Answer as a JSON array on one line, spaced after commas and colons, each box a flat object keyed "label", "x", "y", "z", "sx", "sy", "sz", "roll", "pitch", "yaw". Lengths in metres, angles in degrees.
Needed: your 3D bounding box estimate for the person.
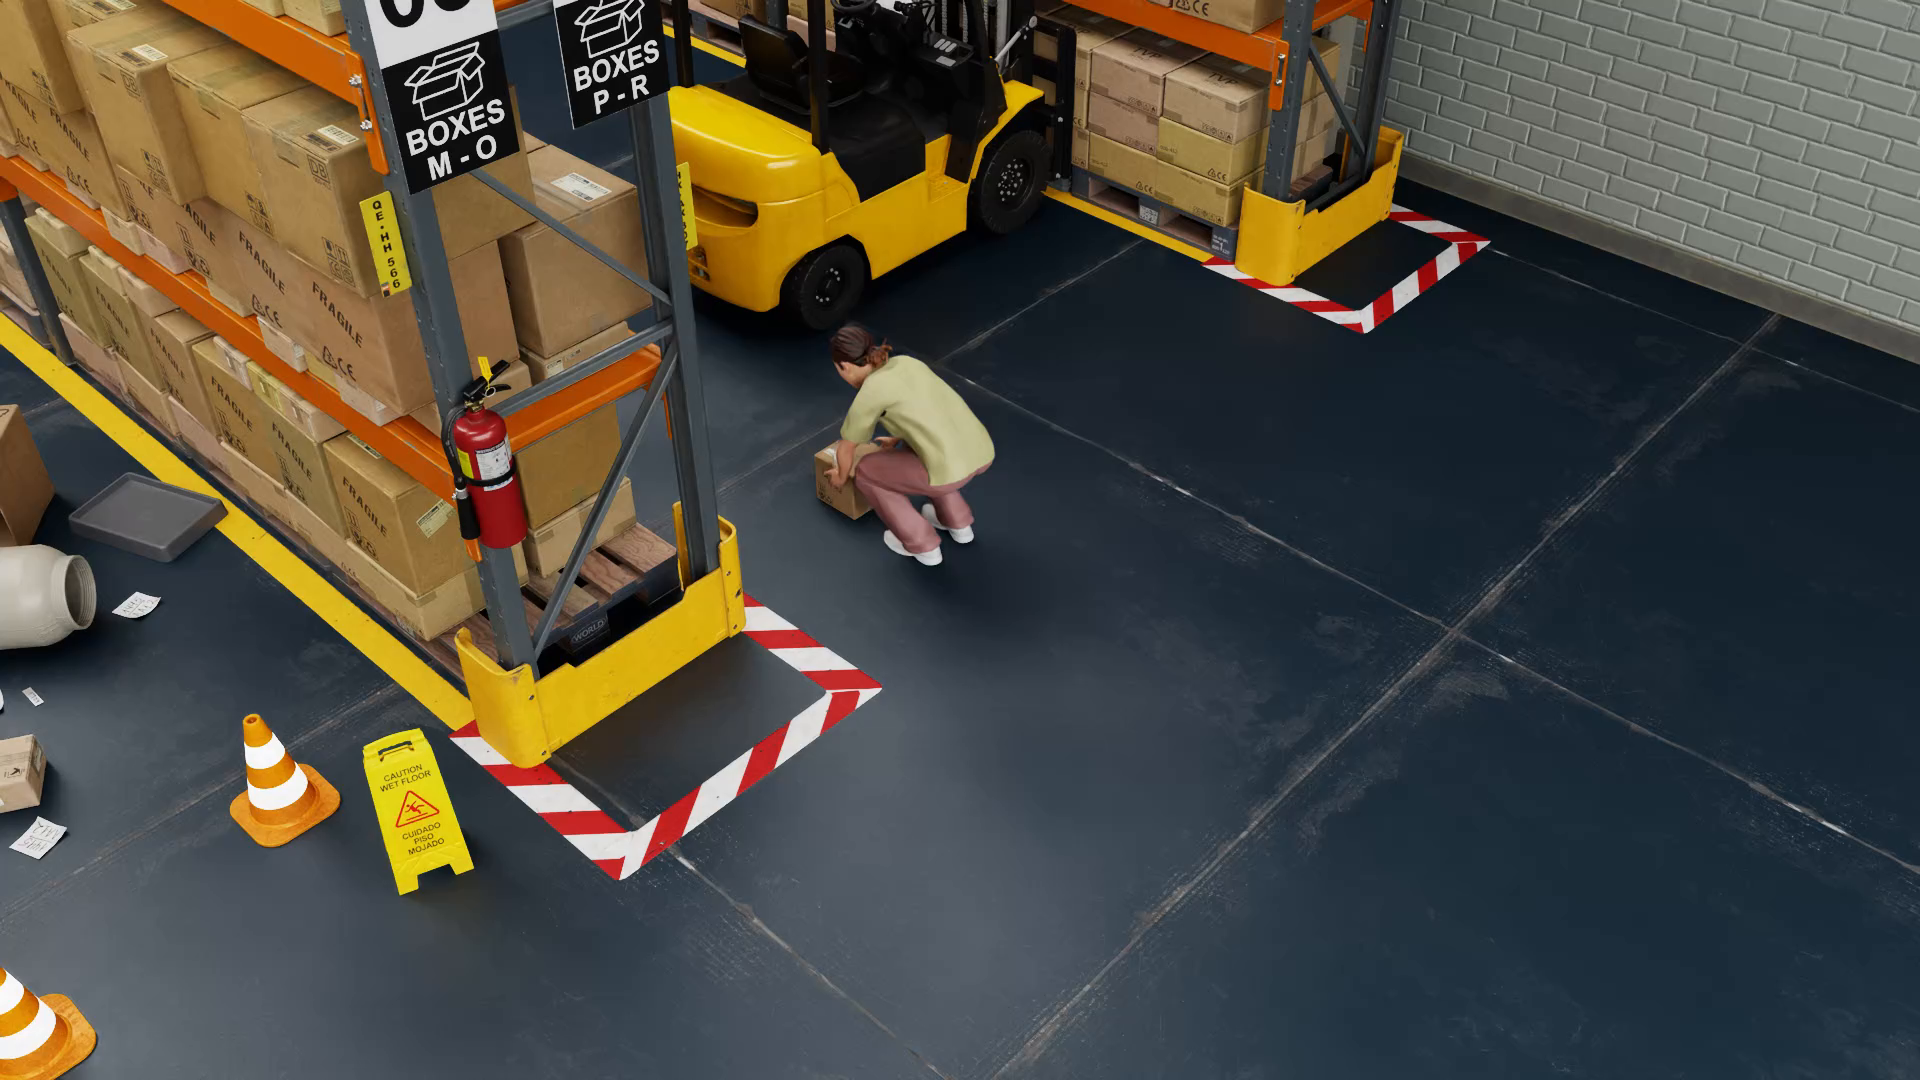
[{"label": "person", "x": -0.231, "y": -0.405, "z": 7.201, "sx": 0.787, "sy": 0.974, "sz": 0.495, "roll": 30, "pitch": 48, "yaw": 31}]
